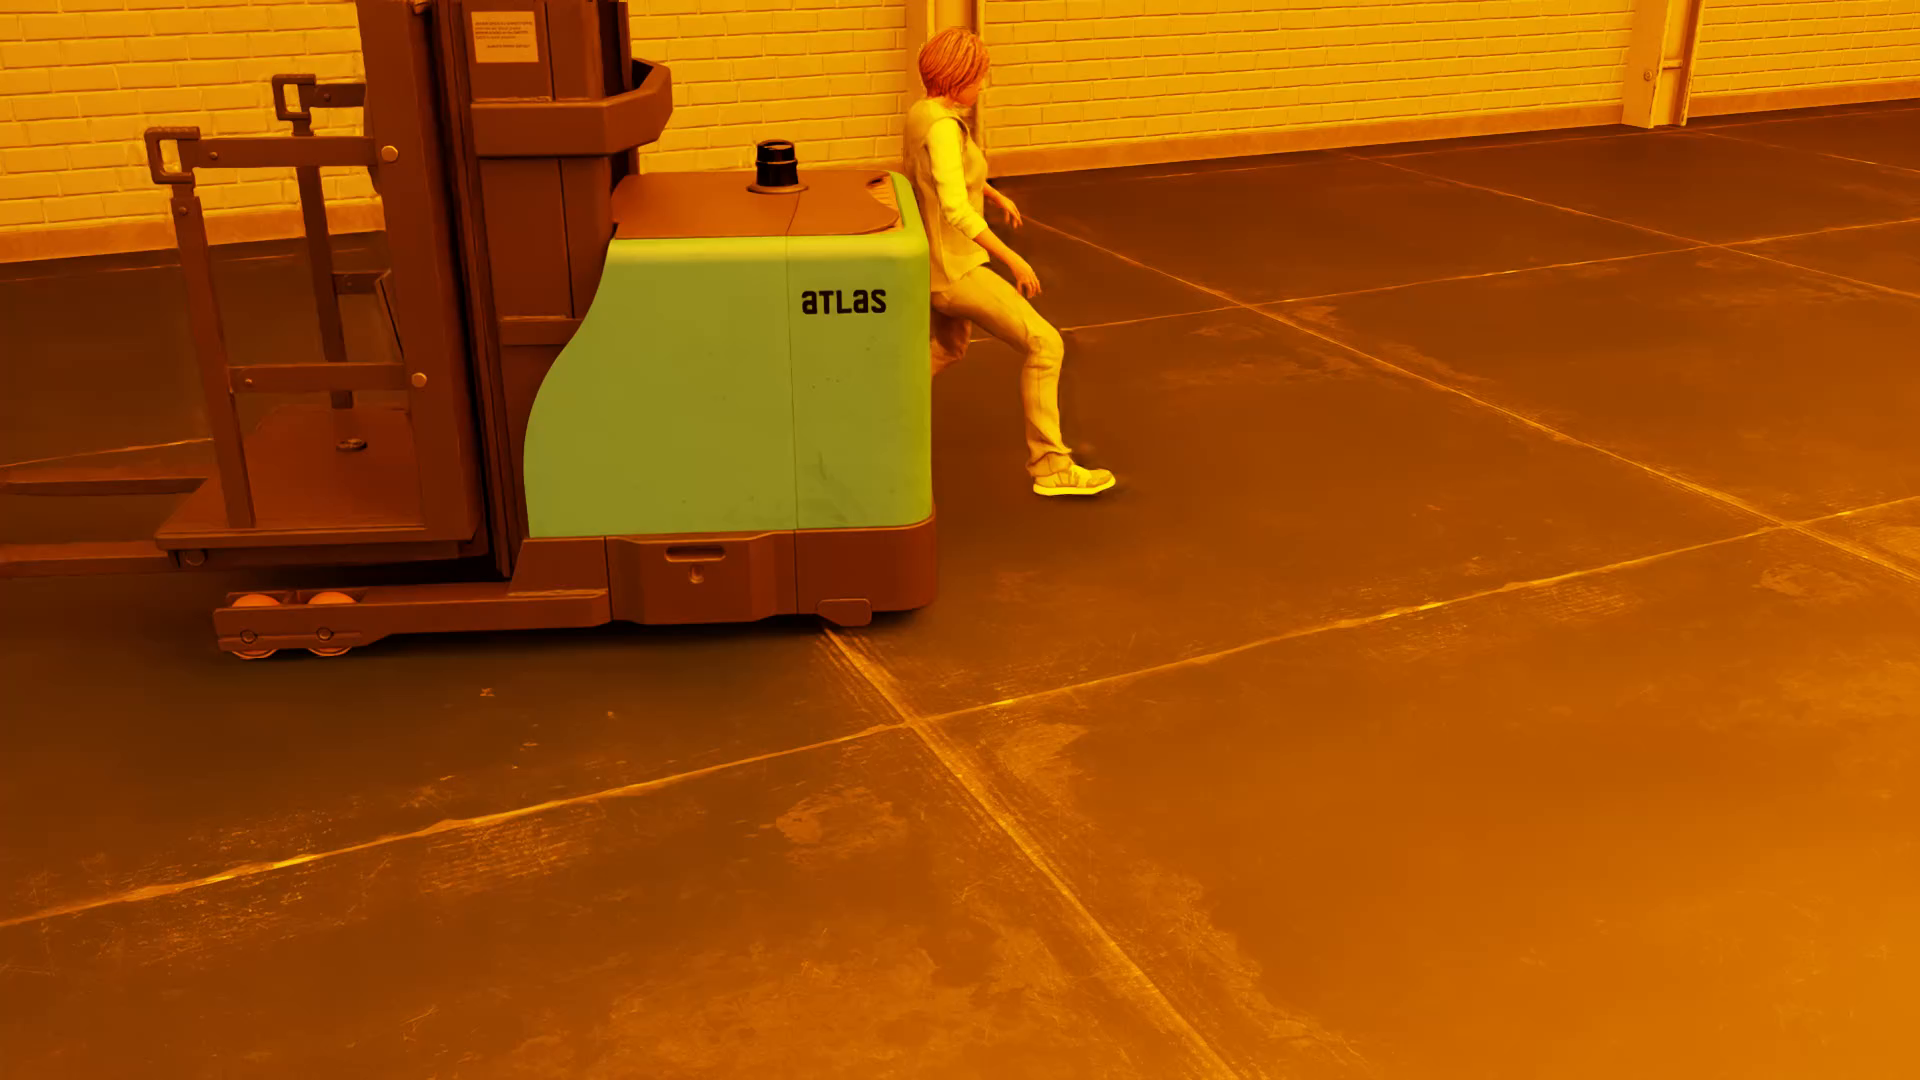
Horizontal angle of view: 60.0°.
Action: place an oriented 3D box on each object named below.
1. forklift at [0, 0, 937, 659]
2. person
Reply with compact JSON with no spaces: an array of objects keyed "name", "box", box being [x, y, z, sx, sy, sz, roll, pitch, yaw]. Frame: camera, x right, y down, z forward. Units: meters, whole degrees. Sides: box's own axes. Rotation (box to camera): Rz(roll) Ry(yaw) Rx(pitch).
[{"name":"forklift","box":[-1.609,-1.252,4.301,3.031,2.935,1.130,-2,23,-4]},{"name":"person","box":[0.055,-0.921,5.484,0.835,1.477,0.845,-2,23,-6]}]
